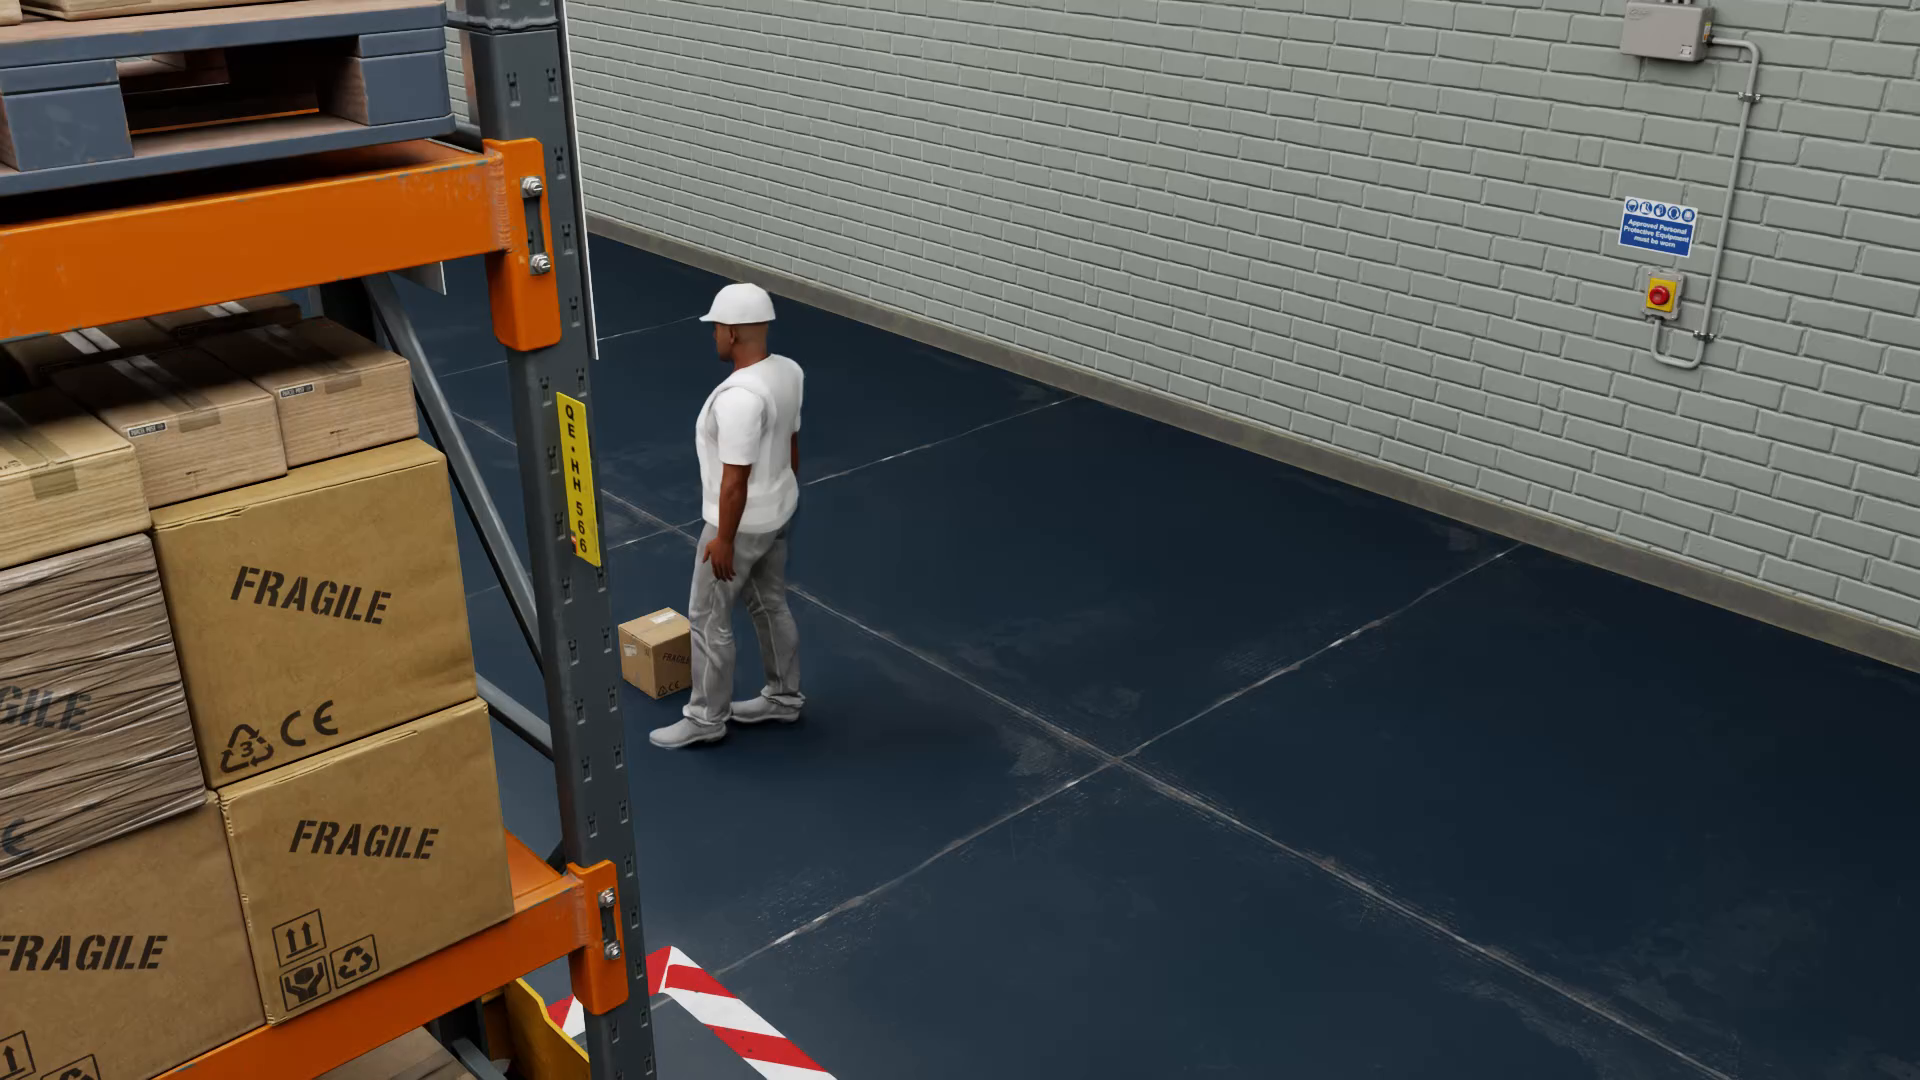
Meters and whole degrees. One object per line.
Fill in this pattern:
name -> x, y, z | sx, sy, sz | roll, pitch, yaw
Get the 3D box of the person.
person -> -0.885, -0.097, 6.284 | 0.547, 1.774, 0.590 | 6, 25, 13
